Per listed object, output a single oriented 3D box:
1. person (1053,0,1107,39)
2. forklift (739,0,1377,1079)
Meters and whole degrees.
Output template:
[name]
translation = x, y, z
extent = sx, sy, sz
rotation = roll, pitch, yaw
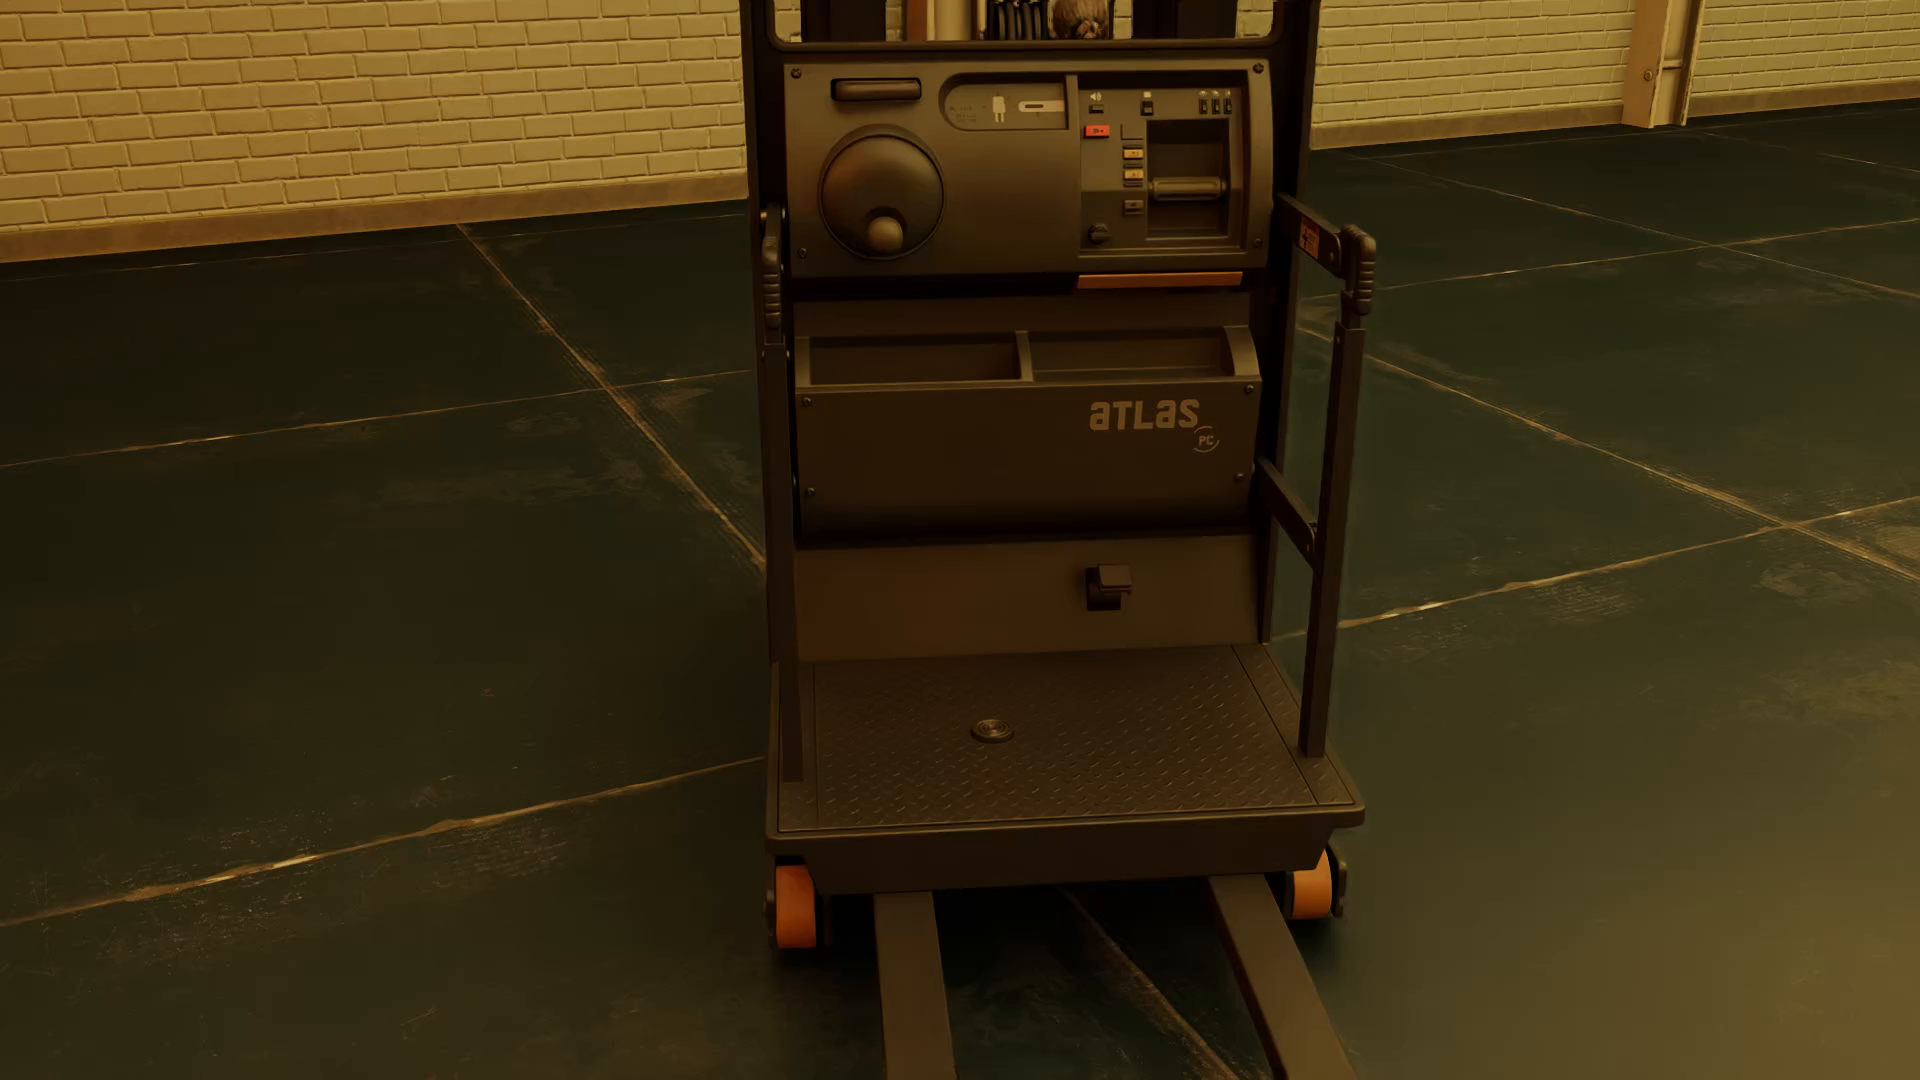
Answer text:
[person]
translation = 0.469, -0.908, 5.241
extent = 0.597, 1.588, 0.827
rotation = 19, 29, 38
[forklift]
translation = 0.156, -0.700, 2.971
extent = 1.130, 2.935, 3.031
rotation = -2, 23, -5
